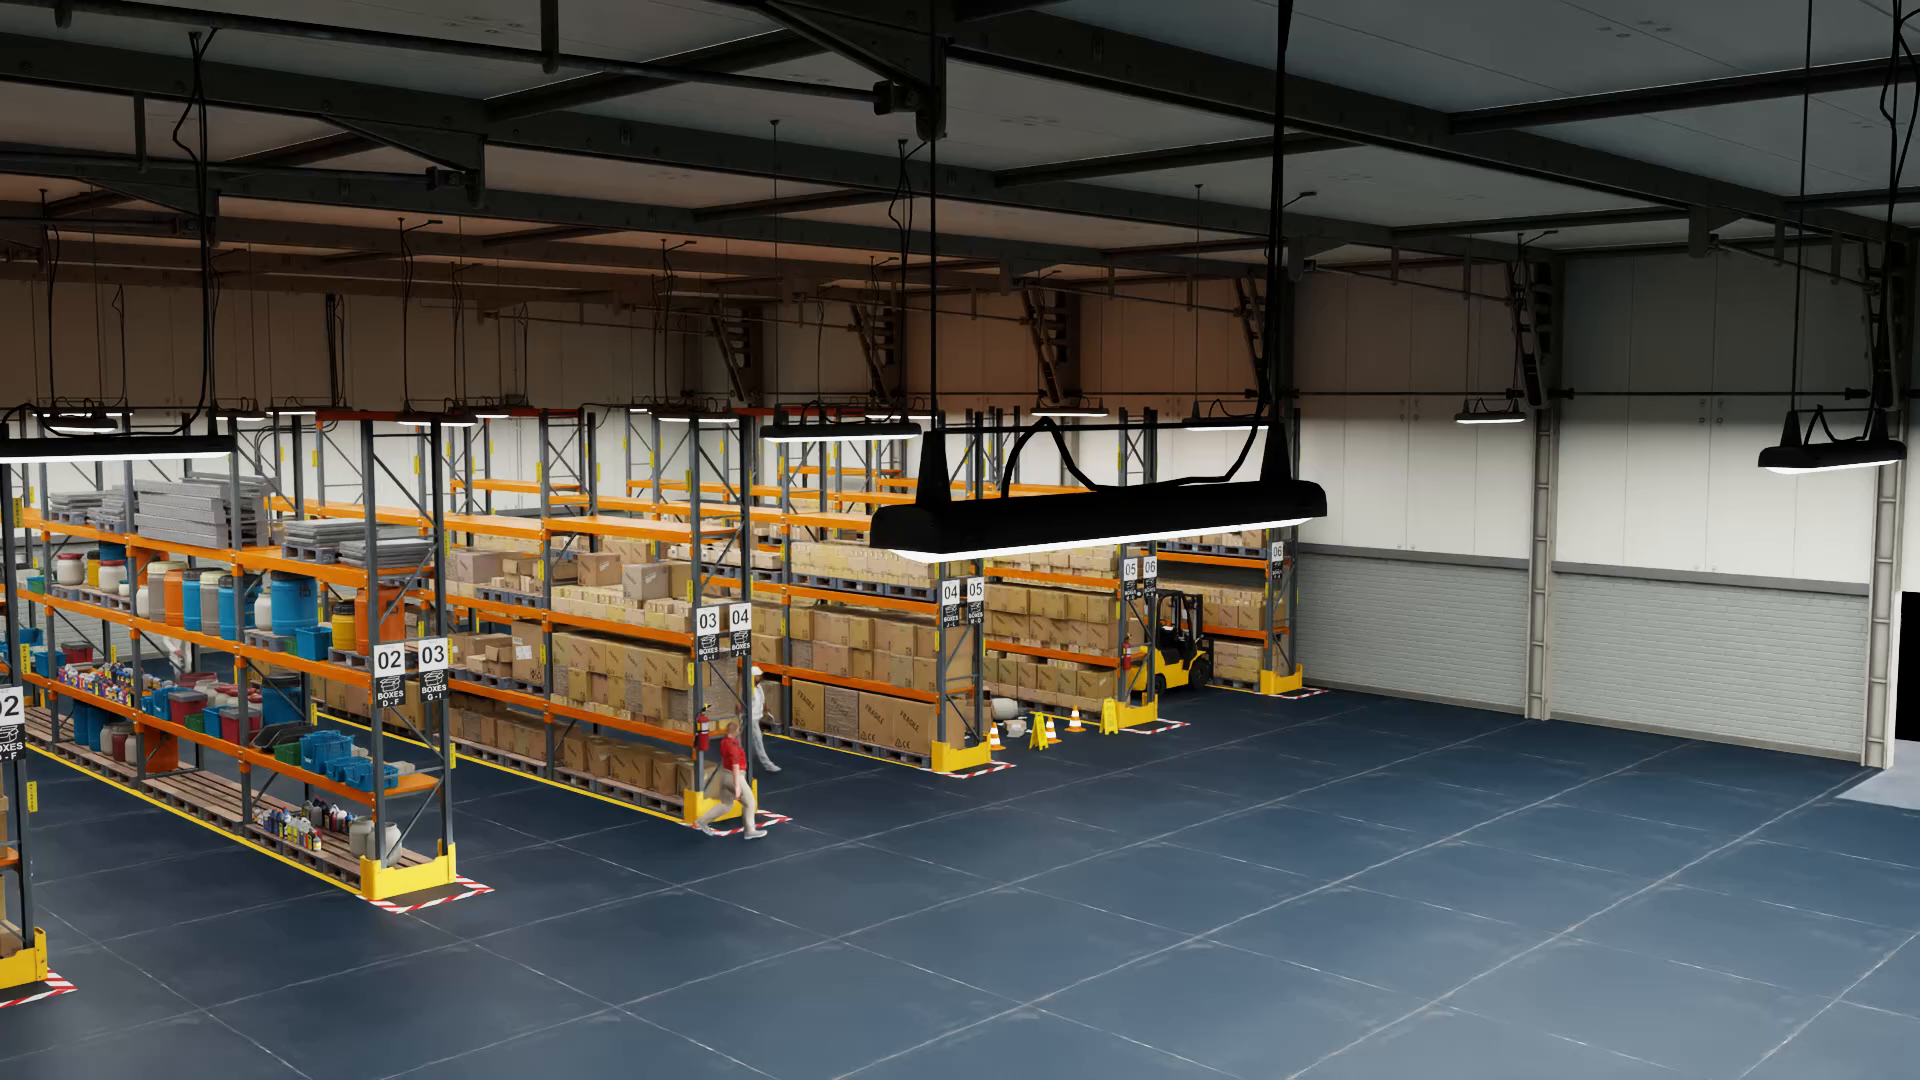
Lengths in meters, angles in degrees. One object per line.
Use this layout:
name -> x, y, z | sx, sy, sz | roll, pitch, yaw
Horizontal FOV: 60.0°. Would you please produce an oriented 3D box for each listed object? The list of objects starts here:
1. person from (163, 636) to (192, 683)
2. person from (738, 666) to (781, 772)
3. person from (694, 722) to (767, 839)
person -> -16.520, 2.382, 35.233 | 0.698, 1.683, 0.663 | -4, 6, -35
person -> -3.422, 2.970, 27.853 | 1.077, 1.716, 0.618 | 2, 5, 20
person -> -3.255, 3.400, 23.539 | 0.978, 1.675, 0.621 | -3, 6, -28
